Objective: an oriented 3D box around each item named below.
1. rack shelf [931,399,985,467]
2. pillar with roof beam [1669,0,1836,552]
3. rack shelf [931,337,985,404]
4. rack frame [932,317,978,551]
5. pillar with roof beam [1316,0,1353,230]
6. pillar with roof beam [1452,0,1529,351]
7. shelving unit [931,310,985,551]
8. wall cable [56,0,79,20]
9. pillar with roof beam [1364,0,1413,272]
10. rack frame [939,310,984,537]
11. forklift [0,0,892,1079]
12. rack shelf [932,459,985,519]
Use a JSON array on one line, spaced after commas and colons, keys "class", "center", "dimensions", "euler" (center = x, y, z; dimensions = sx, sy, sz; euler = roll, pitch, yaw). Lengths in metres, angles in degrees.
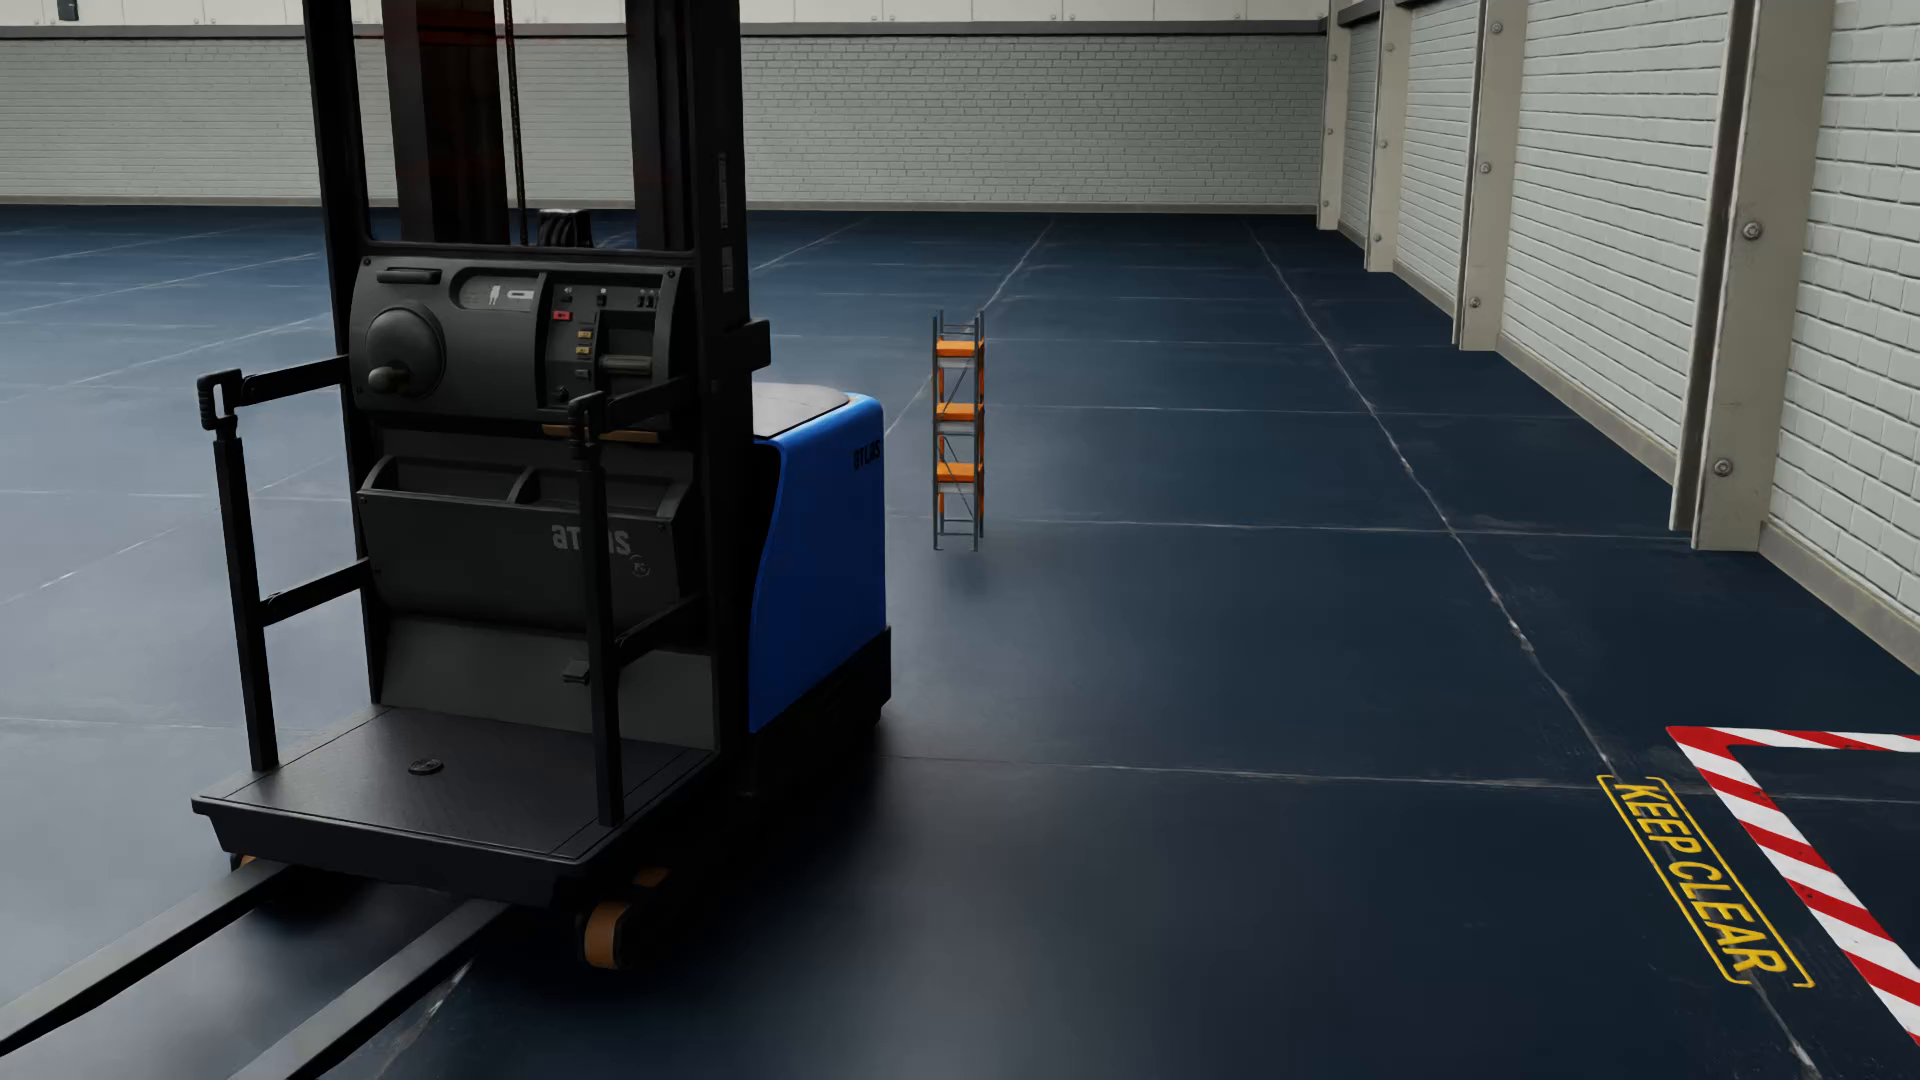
[{"class": "rack shelf", "center": [-0.006, -0.483, 7.476], "dimensions": [0.215, 0.259, 0.240], "euler": [2, 15, 6]}, {"class": "pillar with roof beam", "center": [-0.790, -4.474, 6.968], "dimensions": [9.100, 9.000, 0.400], "euler": [2, 15, 6]}, {"class": "rack shelf", "center": [-0.006, -0.757, 7.402], "dimensions": [0.215, 0.259, 0.240], "euler": [2, 15, 6]}, {"class": "rack frame", "center": [-0.020, -0.461, 7.357], "dimensions": [0.200, 1.050, 0.008], "euler": [2, 15, 6]}, {"class": "pillar with roof beam", "center": [1.241, -9.142, 24.233], "dimensions": [9.100, 9.000, 0.400], "euler": [2, 15, 6]}, {"class": "pillar with roof beam", "center": [-0.113, -6.030, 12.723], "dimensions": [9.100, 9.000, 0.400], "euler": [2, 15, 6]}, {"class": "shelving unit", "center": [-0.006, -0.493, 7.474], "dimensions": [0.215, 1.050, 0.252], "euler": [2, 15, 6]}, {"class": "wall cable", "center": [-14.703, -12.027, 28.384], "dimensions": [2.305, 6.003, 0.169], "euler": [2, 15, 6]}, {"class": "pillar with roof beam", "center": [0.564, -7.586, 18.478], "dimensions": [9.100, 9.000, 0.400], "euler": [2, 15, 6]}, {"class": "rack frame", "center": [0.008, -0.525, 7.591], "dimensions": [0.200, 1.050, 0.008], "euler": [2, 15, 6]}, {"class": "forklift", "center": [-1.189, -0.520, 3.968], "dimensions": [1.130, 2.935, 3.031], "euler": [5, 16, 18]}, {"class": "rack shelf", "center": [-0.006, -0.214, 7.549], "dimensions": [0.215, 0.259, 0.240], "euler": [2, 15, 6]}]
